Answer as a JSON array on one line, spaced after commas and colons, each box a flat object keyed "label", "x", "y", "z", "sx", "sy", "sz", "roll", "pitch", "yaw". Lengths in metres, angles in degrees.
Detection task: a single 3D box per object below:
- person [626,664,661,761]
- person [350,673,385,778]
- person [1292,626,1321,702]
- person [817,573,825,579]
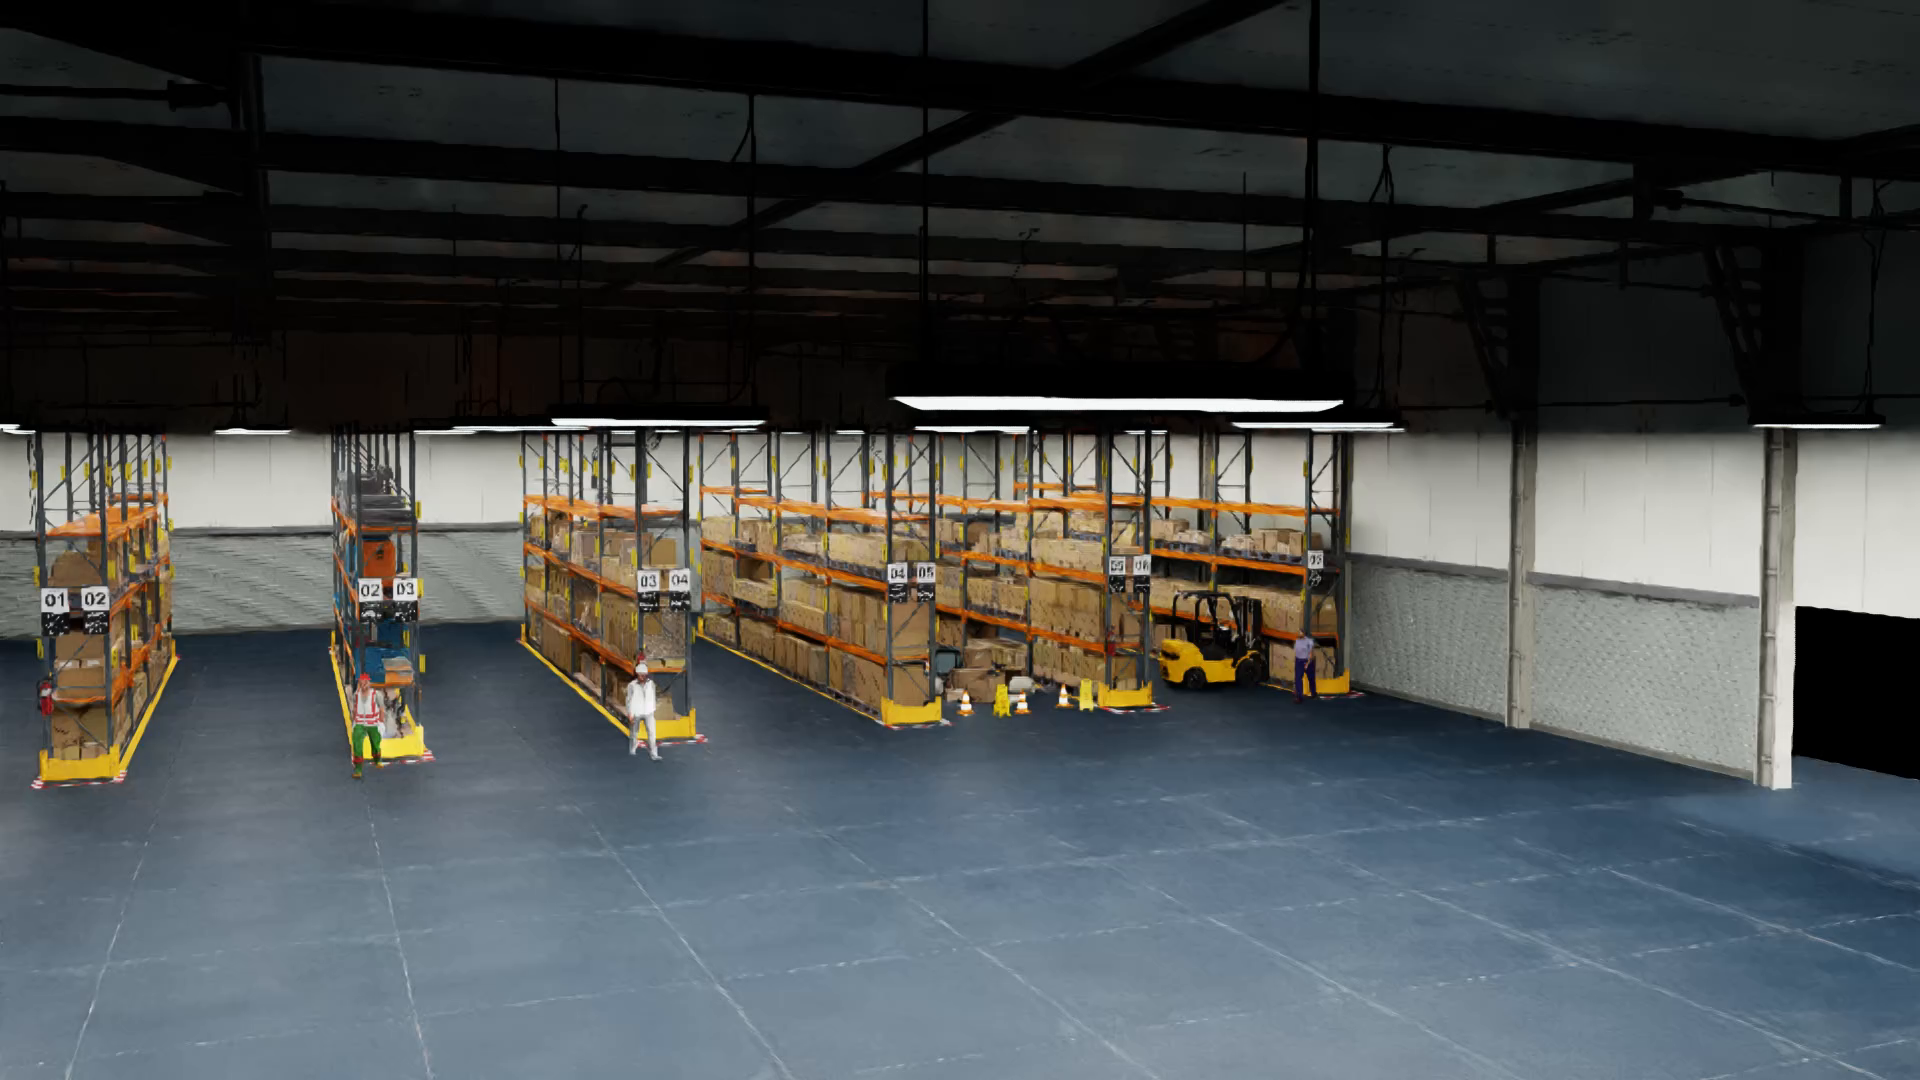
[{"label": "person", "x": -5.624, "y": 3.021, "z": 29.346, "sx": 0.546, "sy": 1.695, "sz": 1.105, "roll": -2, "pitch": 4, "yaw": -24}, {"label": "person", "x": -9.975, "y": 3.100, "z": 28.027, "sx": 0.577, "sy": 1.750, "sz": 0.955, "roll": 0, "pitch": 4, "yaw": -7}, {"label": "person", "x": 7.467, "y": 2.675, "z": 35.903, "sx": 0.517, "sy": 1.615, "sz": 0.687, "roll": 3, "pitch": 5, "yaw": 39}, {"label": "person", "x": -4.418, "y": 1.478, "z": 53.903, "sx": 0.566, "sy": 1.784, "sz": 0.618, "roll": 2, "pitch": 4, "yaw": 34}]
